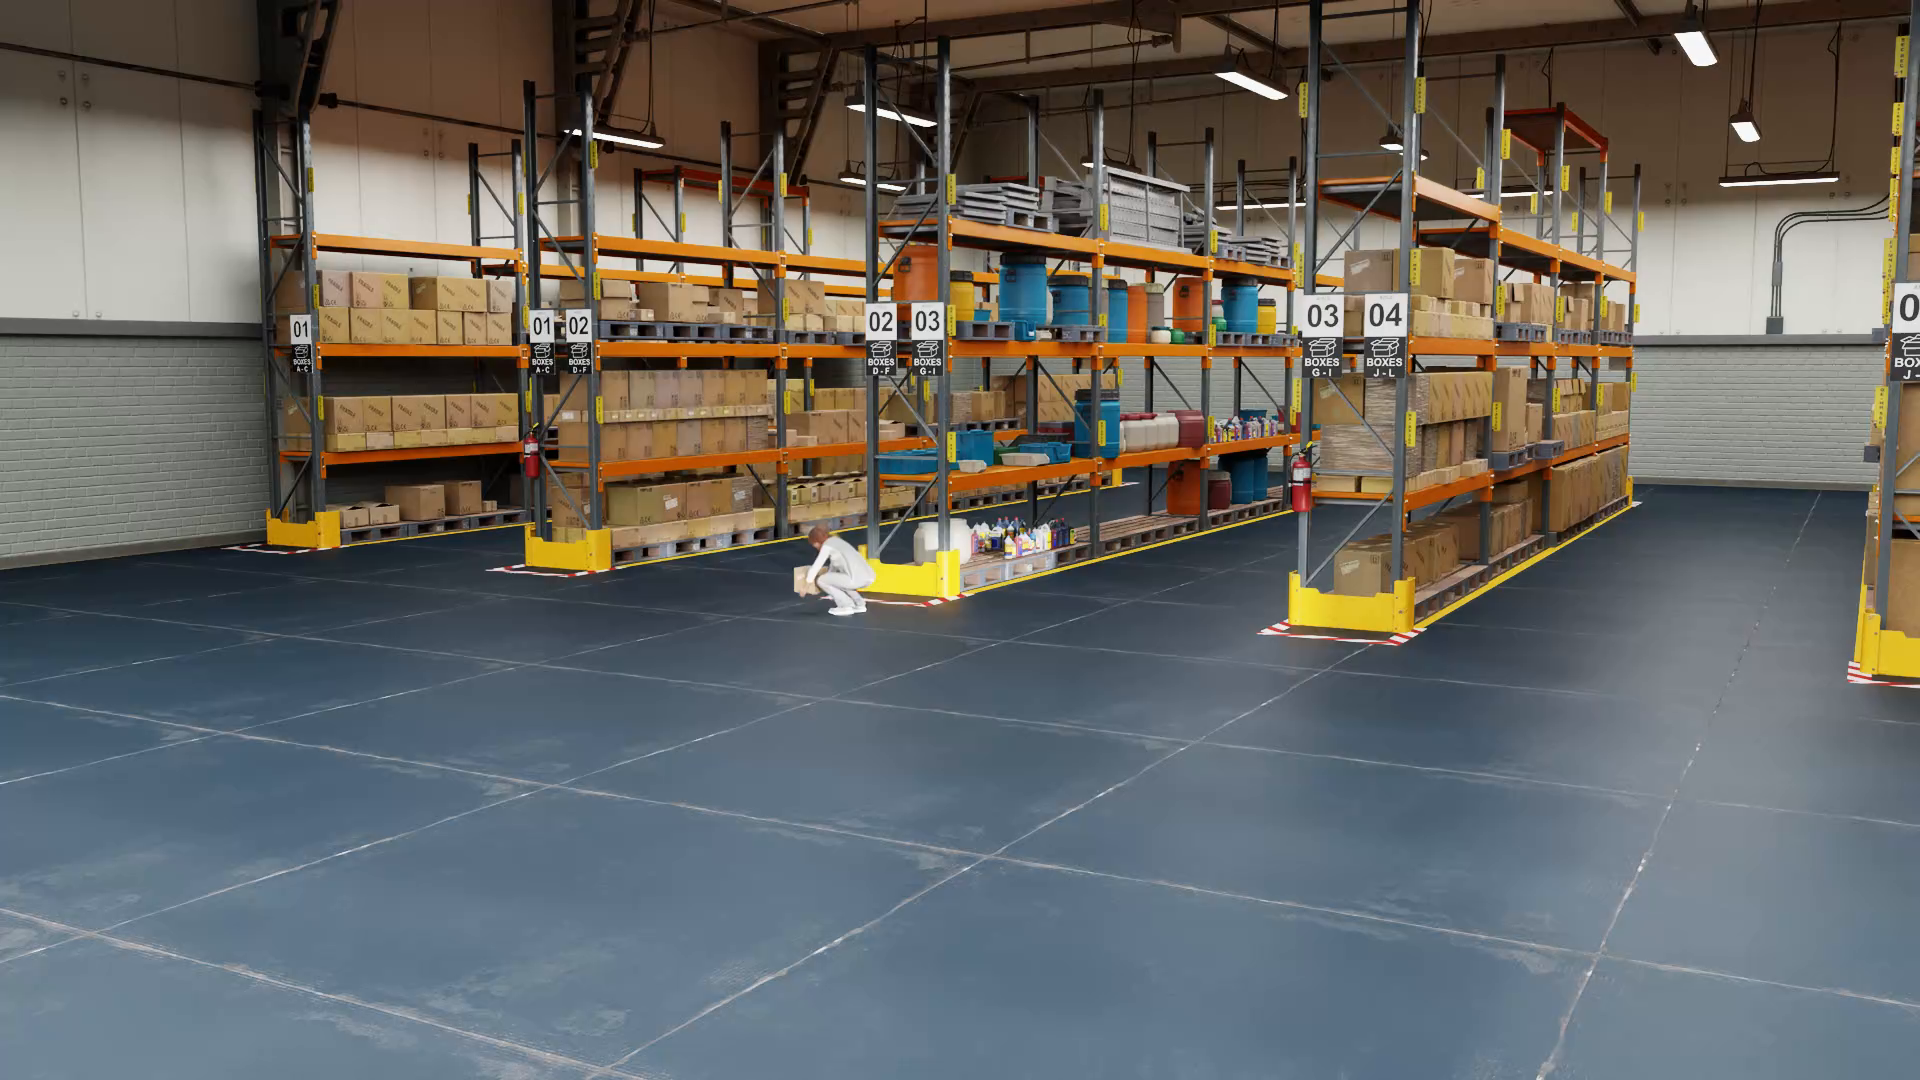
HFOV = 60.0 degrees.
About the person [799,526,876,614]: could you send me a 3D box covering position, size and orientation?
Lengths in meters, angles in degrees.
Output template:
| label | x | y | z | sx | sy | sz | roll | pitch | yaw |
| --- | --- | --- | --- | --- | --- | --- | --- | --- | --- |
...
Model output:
| label | x | y | z | sx | sy | sz | roll | pitch | yaw |
| --- | --- | --- | --- | --- | --- | --- | --- | --- | --- |
| person | -1.249 | 0.315 | 17.029 | 0.797 | 0.879 | 0.467 | 3 | 7 | 29 |
